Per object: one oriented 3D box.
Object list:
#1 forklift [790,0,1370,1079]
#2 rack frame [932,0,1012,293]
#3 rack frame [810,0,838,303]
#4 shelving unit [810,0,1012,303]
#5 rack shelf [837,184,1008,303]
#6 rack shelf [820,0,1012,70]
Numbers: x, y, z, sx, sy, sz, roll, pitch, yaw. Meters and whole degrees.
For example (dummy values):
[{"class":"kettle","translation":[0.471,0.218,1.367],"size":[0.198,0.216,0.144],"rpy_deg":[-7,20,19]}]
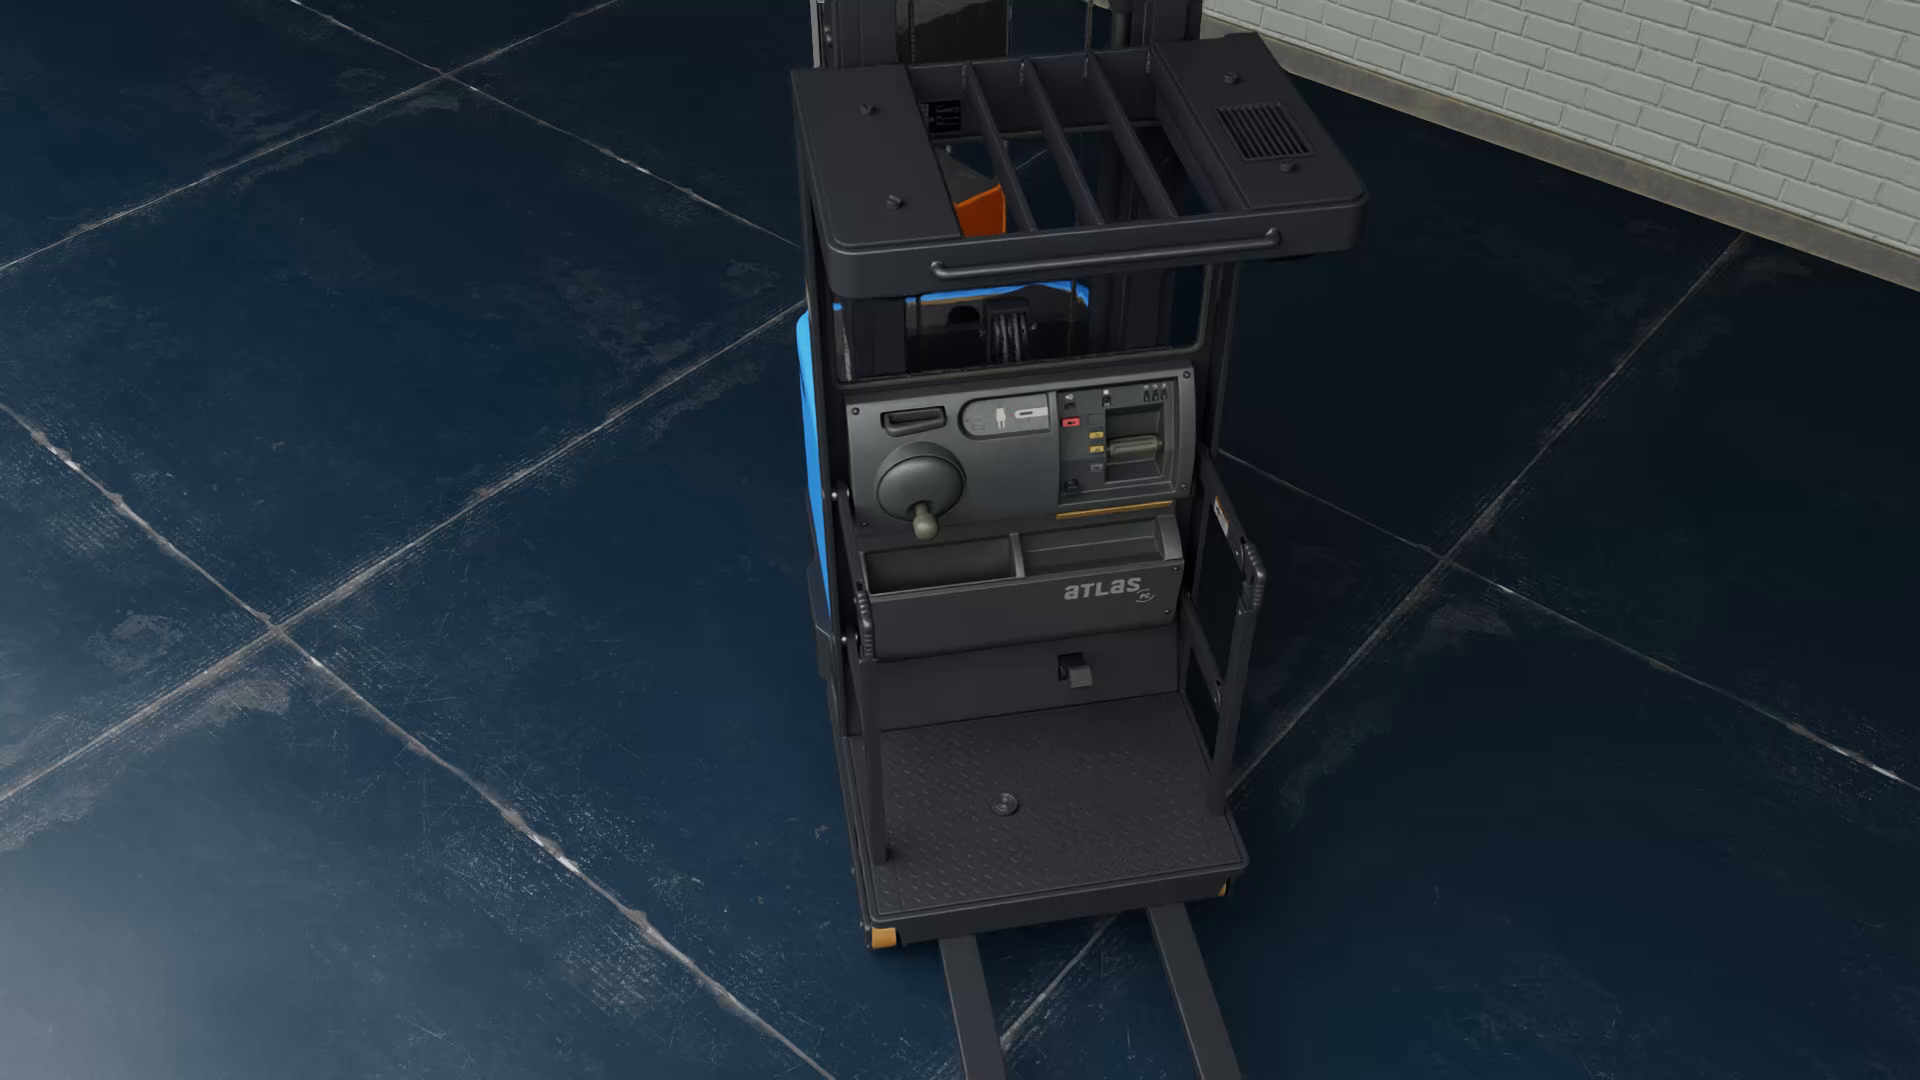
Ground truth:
[{"class":"forklift","translation":[0.208,-0.149,4.235],"size":[1.130,2.935,3.031],"rpy_deg":[-7,43,-7]},{"class":"rack frame","translation":[0.030,-1.171,5.977],"size":[0.015,2.100,0.400],"rpy_deg":[-31,50,-29]},{"class":"rack frame","translation":[-0.337,-0.955,5.739],"size":[0.015,2.100,0.400],"rpy_deg":[-31,50,-29]},{"class":"shelving unit","translation":[-0.154,-1.063,5.858],"size":[0.503,2.100,0.431],"rpy_deg":[-31,50,-29]},{"class":"rack shelf","translation":[-0.154,-1.053,5.868],"size":[0.480,0.518,0.431],"rpy_deg":[-31,50,-29]},{"class":"rack shelf","translation":[-0.154,-1.571,5.397],"size":[0.480,0.518,0.431],"rpy_deg":[-31,50,-29]}]
